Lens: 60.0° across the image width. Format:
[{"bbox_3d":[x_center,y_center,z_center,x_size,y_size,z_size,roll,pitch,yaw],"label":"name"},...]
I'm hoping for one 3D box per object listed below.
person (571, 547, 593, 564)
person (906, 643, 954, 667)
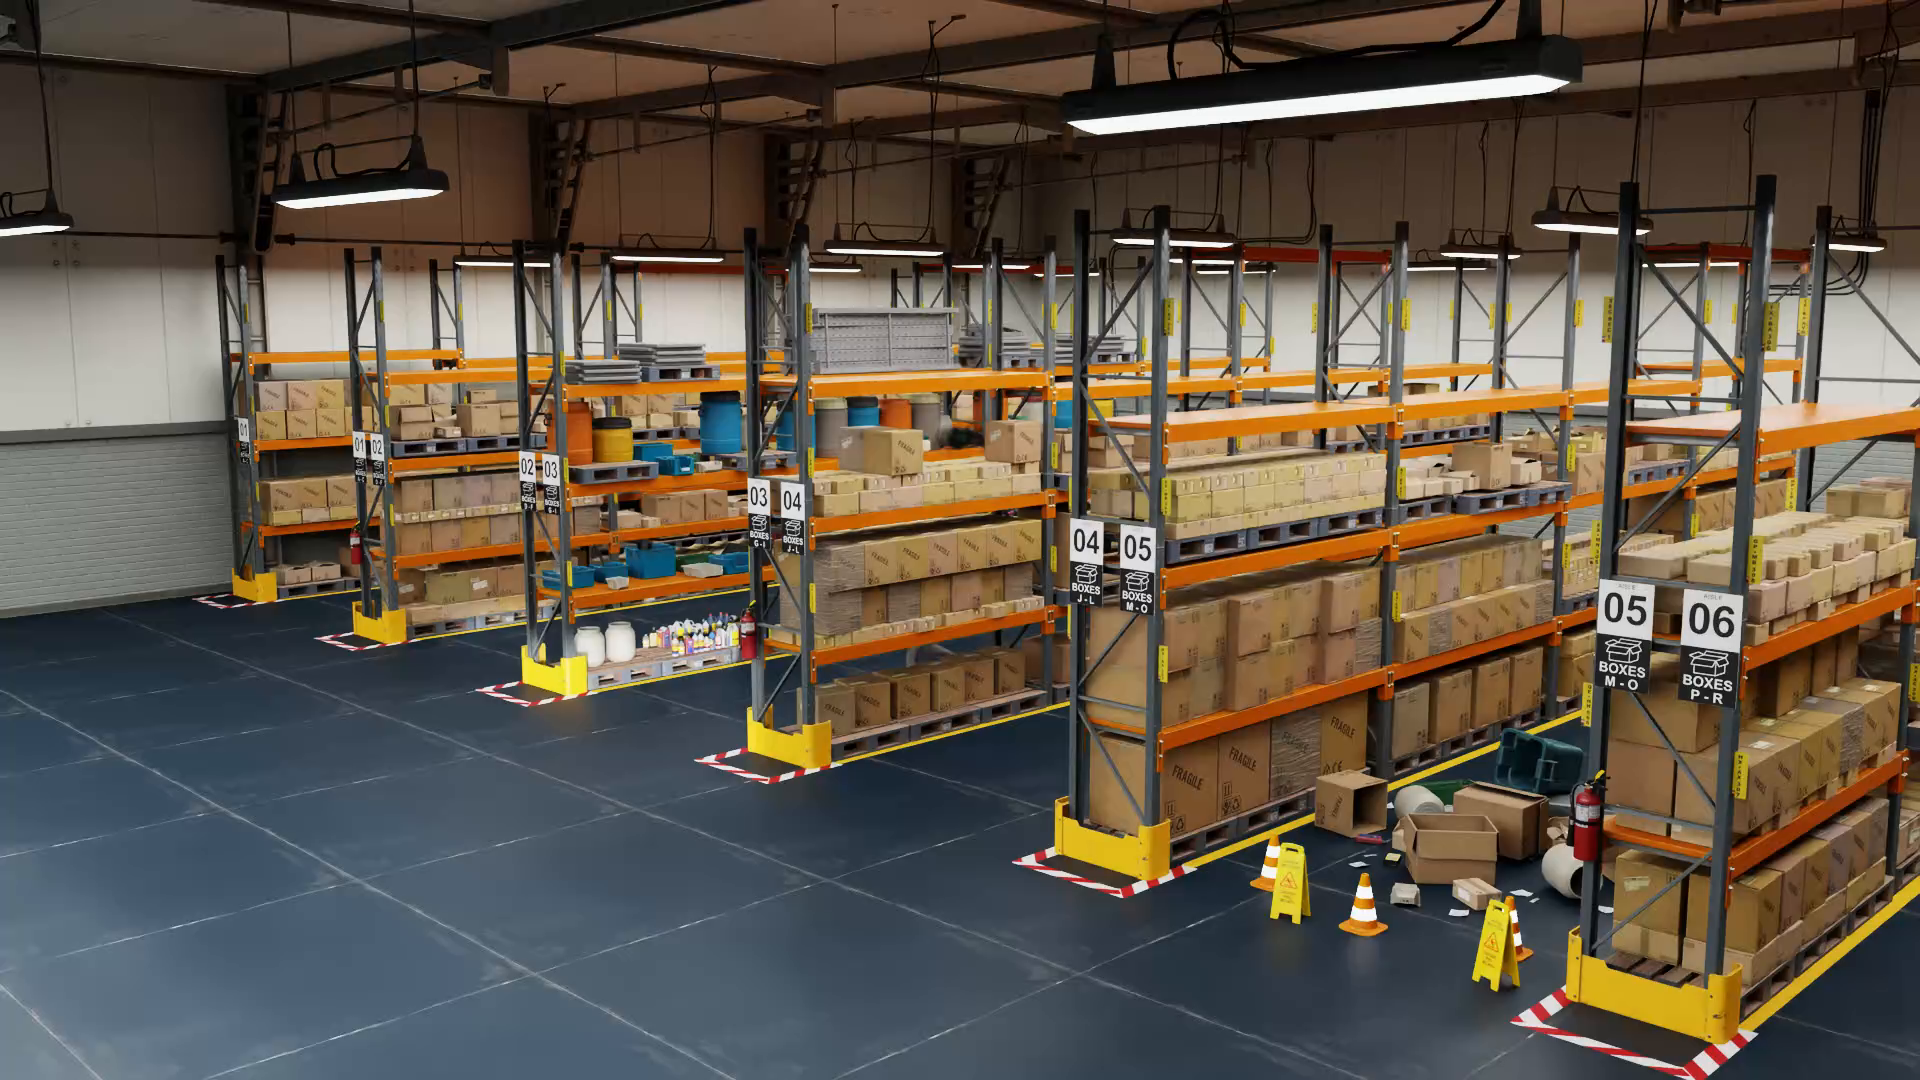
[{"bbox_3d":[-6.890,0.056,29.971,0.772,1.809,0.787,7,10,39],"label":"person"},{"bbox_3d":[-0.399,1.112,22.920,0.858,1.649,0.621,-4,9,-24],"label":"person"}]
